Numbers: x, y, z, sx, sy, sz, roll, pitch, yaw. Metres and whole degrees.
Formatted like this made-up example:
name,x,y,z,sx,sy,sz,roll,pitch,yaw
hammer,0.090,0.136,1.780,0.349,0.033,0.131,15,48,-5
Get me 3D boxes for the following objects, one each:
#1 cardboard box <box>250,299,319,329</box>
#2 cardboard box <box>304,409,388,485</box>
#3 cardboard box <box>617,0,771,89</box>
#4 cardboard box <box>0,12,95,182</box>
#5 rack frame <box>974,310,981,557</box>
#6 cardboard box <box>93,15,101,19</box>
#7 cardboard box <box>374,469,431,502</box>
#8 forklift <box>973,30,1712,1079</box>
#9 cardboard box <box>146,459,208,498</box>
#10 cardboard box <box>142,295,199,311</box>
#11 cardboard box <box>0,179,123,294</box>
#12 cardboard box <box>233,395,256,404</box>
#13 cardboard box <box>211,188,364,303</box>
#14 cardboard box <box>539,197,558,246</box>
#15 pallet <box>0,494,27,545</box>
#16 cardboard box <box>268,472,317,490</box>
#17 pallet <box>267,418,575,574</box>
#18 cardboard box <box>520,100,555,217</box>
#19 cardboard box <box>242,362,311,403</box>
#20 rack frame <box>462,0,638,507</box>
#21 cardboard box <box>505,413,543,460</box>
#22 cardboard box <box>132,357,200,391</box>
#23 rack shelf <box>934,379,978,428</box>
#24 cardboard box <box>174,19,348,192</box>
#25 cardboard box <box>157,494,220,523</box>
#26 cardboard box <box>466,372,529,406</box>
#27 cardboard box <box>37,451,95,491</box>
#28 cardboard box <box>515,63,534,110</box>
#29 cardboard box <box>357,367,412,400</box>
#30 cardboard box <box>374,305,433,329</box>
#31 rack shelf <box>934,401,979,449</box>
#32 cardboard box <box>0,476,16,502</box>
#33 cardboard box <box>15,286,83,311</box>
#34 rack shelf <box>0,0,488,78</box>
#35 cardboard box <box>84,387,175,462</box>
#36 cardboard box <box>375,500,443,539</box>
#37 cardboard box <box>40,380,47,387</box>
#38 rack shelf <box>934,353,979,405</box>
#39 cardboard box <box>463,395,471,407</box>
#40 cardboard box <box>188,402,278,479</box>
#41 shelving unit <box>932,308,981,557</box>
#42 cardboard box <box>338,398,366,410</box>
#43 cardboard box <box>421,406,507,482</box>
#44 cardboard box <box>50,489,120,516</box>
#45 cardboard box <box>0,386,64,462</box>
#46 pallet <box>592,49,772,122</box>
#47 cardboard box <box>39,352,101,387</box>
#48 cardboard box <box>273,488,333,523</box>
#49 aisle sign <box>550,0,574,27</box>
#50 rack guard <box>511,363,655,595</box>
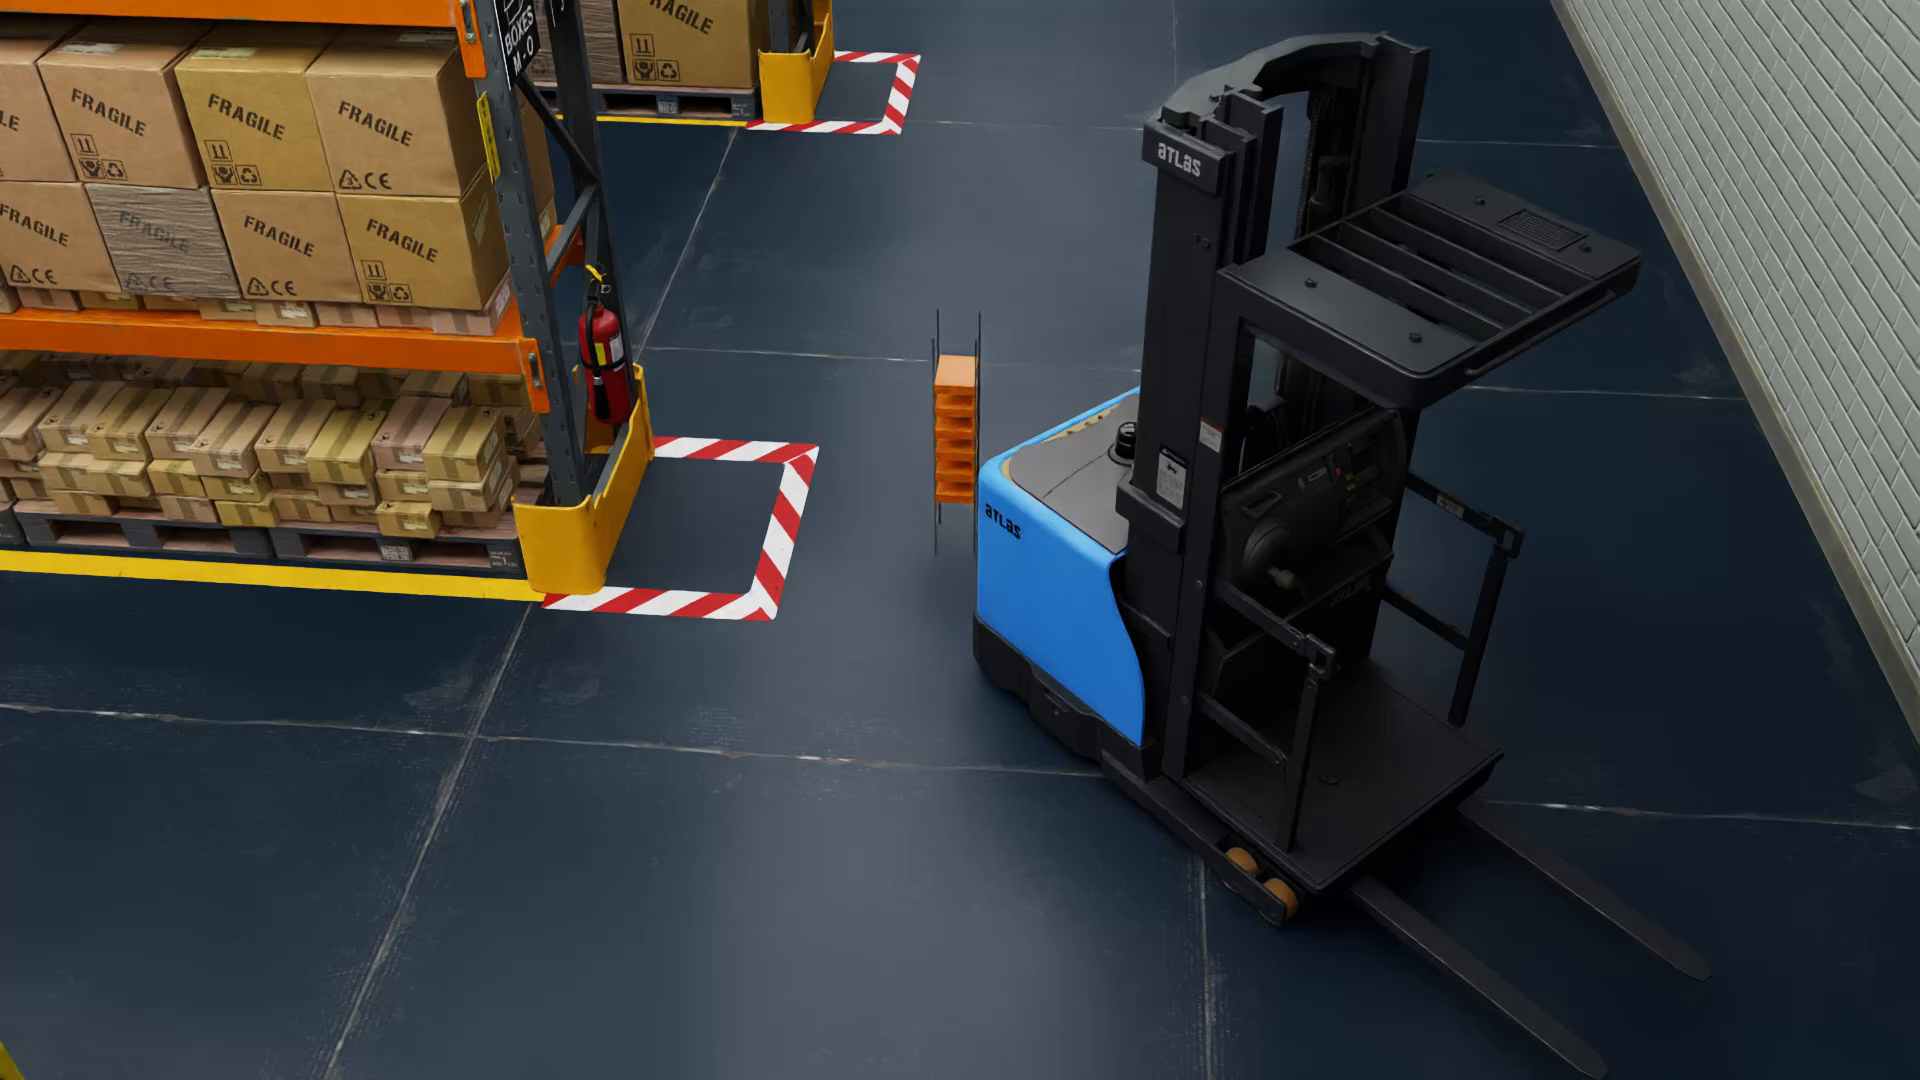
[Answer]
name,x,y,z,sx,sy,sz,roll,pitch,yaw
cardboard box,-2.796,-1.063,7.049,0.250,0.149,0.380,4,39,5
cardboard box,-2.758,-0.421,7.516,0.250,0.149,0.380,2,39,3
cardboard box,-1.811,-3.717,11.462,0.875,0.875,0.875,3,39,4
cardboard box,-3.723,-1.767,6.609,0.500,0.500,0.500,2,39,2
rack frame,0.077,-0.461,7.537,0.006,1.200,0.240,3,39,4
cardboard box,-3.647,-2.105,7.023,0.500,0.500,0.500,2,39,2
cardboard box,-2.501,-0.350,7.664,0.250,0.149,0.380,2,39,3
forklift,1.379,-0.076,5.692,1.130,2.935,3.031,-27,46,-29
cardboard box,-3.534,-0.375,7.695,0.250,0.149,0.380,5,39,6
cardboard box,-3.320,-1.148,7.154,0.250,0.149,0.380,2,39,2
cardboard box,-3.679,-1.383,6.929,0.500,0.500,0.500,5,39,6
cardboard box,-3.506,-0.676,8.065,0.250,0.149,0.380,5,39,6
cardboard box,-2.677,-1.328,6.861,0.500,0.500,0.500,3,39,3
cardboard box,-1.989,-1.406,7.471,0.250,0.149,0.380,3,39,3
pallet,-5.008,-0.402,8.247,1.213,0.211,1.003,3,39,4
cardboard box,-3.022,-0.408,7.736,0.250,0.149,0.380,3,39,3
pallet,-2.577,-0.269,8.084,1.213,0.211,1.003,3,39,4
cardboard box,-2.118,-1.632,7.235,0.500,0.500,0.500,5,39,6
cardboard box,-3.242,-0.826,8.014,0.250,0.149,0.380,5,39,6
rack frame,-1.695,-1.280,7.117,0.127,3.000,1.000,3,39,4
cardboard box,-2.189,-0.567,8.167,0.250,0.149,0.380,4,39,5
cardboard box,-3.759,-0.823,8.010,0.250,0.149,0.380,3,39,4
rack shelf,-0.014,-0.618,7.419,0.180,0.103,0.258,3,39,4
cardboard box,-2.677,-1.718,6.548,0.500,0.500,0.500,2,39,2
cardboard box,-3.535,-0.261,7.790,0.250,0.149,0.380,4,39,5
cardboard box,-2.187,-0.810,7.994,0.250,0.149,0.380,1,39,2
cardboard box,-4.054,-0.402,7.728,0.250,0.149,0.380,3,39,3
cardboard box,-2.119,-2.013,6.911,0.500,0.500,0.500,3,39,4
cardboard box,-2.712,-0.844,8.035,0.250,0.149,0.380,3,39,4
cardboard box,-2.288,-1.060,7.045,0.250,0.149,0.380,3,39,4
rack shelf,-0.014,-0.525,7.495,0.180,0.103,0.258,3,39,4
cardboard box,-4.570,-0.355,7.907,0.250,0.149,0.380,2,39,3
cardboard box,-3.838,-1.153,7.159,0.250,0.149,0.380,5,39,6
rack shelf,-3.687,-2.273,6.531,4.000,0.370,1.077,3,39,4
cardboard box,-3.800,-0.535,7.657,0.250,0.149,0.380,3,39,4
cardboard box,-2.502,-0.185,7.697,0.250,0.149,0.380,4,39,5
cardboard box,-4.558,-0.767,8.177,0.250,0.149,0.380,3,39,4
rack shelf,-0.014,-0.711,7.343,0.180,0.103,0.258,3,39,4
cardboard box,-2.462,-0.693,8.086,0.250,0.149,0.380,3,39,4
cardboard box,-3.283,-0.455,7.558,0.250,0.149,0.380,5,39,6
shelving unit,-0.014,-0.466,7.543,0.189,1.200,0.258,3,39,4
cardboard box,-2.960,-0.733,8.135,0.250,0.149,0.380,4,39,5
cardboard box,-2.244,-0.437,7.536,0.250,0.149,0.380,4,39,4
cardboard box,-4.048,-0.288,7.824,0.250,0.149,0.380,2,39,3
cardboard box,-4.321,-0.536,7.658,0.250,0.149,0.380,4,39,5
pallet,-1.969,-3.307,11.816,1.213,0.211,1.003,3,39,4
cardboard box,-4.267,-0.912,8.119,0.250,0.149,0.380,1,39,2
cardboard box,-3.005,-0.259,7.788,0.250,0.149,0.380,4,39,4
aisle sign,-1.596,-2.473,6.523,0.004,0.787,0.394,3,39,4
rack guard,-1.770,-0.315,7.911,0.348,0.500,1.175,3,39,4
